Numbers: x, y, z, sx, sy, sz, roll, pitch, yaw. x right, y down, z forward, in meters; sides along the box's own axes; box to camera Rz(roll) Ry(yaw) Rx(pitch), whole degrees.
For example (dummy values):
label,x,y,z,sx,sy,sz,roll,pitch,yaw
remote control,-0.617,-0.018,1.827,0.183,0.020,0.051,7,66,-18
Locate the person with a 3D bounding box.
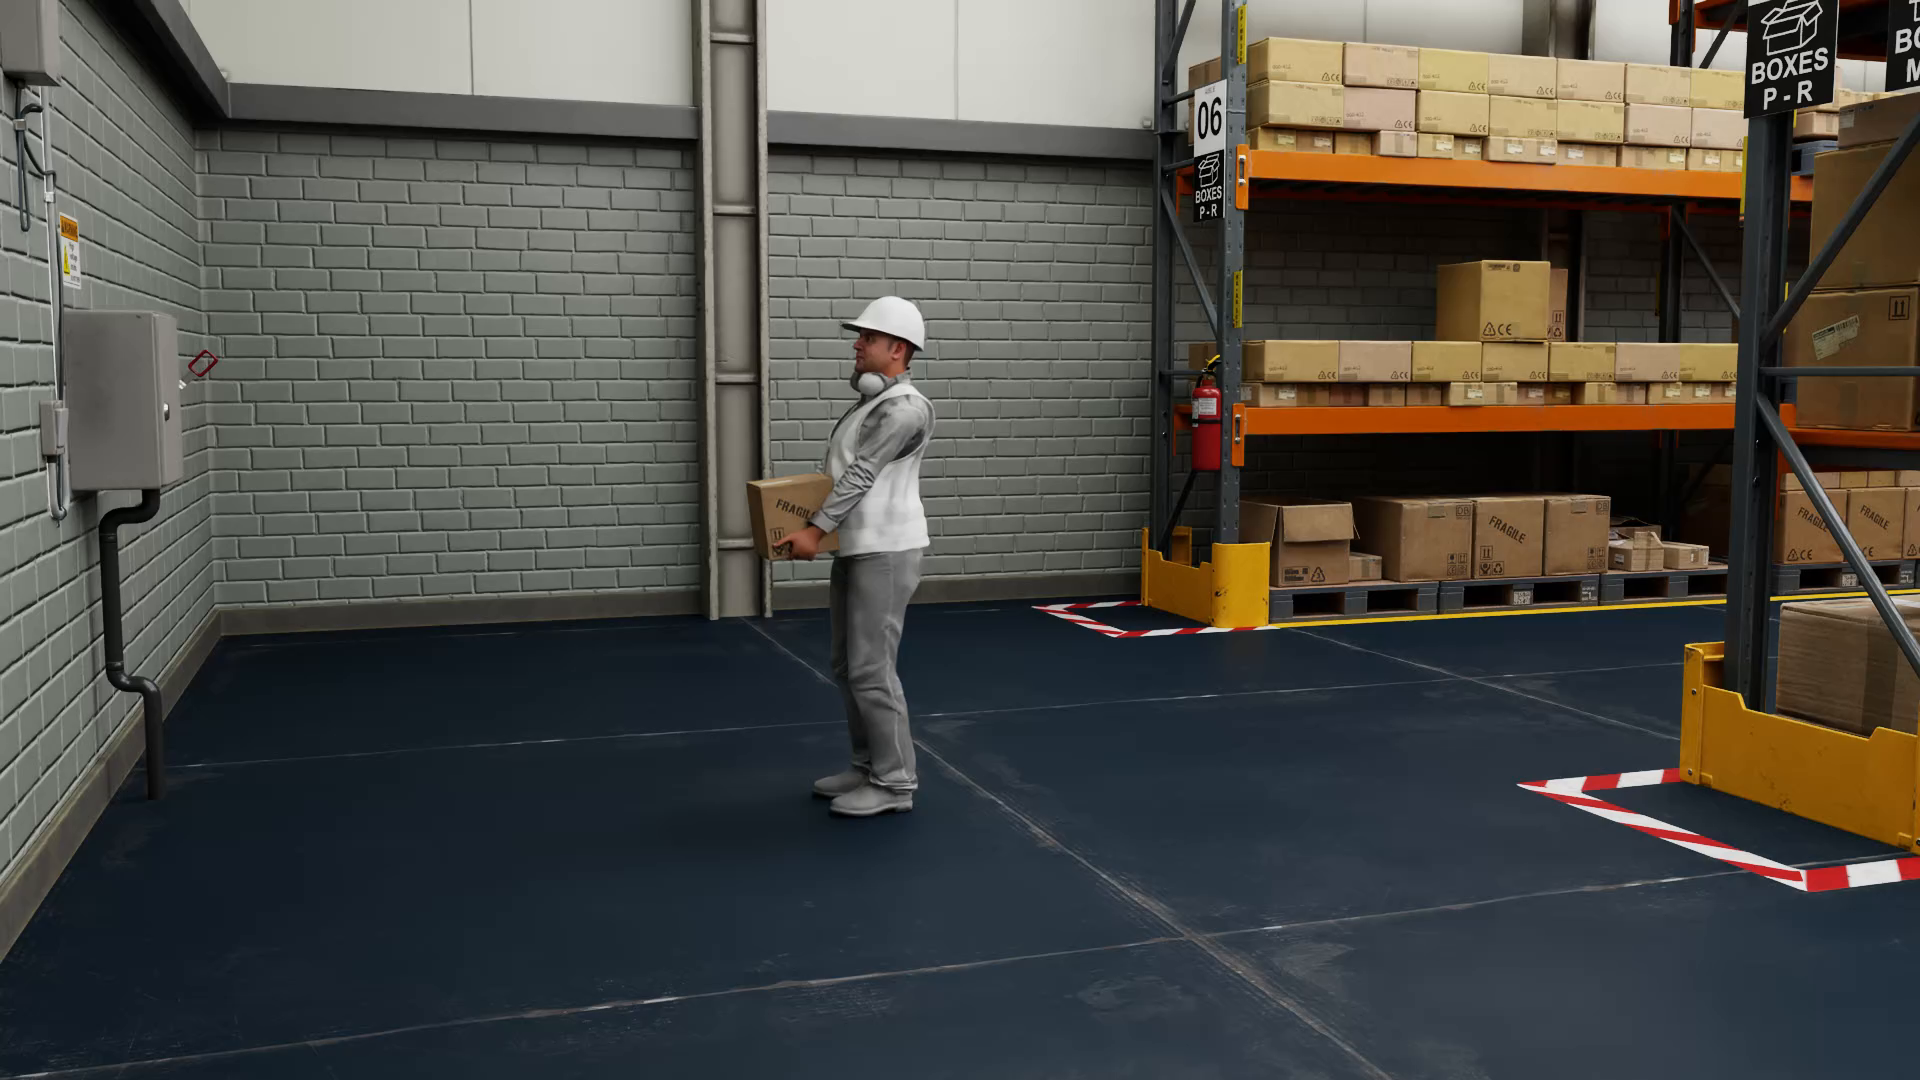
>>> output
label,x,y,z,sx,sy,sz,roll,pitch,yaw
person,-0.389,0.051,5.724,0.558,1.762,0.494,-2,6,-18
